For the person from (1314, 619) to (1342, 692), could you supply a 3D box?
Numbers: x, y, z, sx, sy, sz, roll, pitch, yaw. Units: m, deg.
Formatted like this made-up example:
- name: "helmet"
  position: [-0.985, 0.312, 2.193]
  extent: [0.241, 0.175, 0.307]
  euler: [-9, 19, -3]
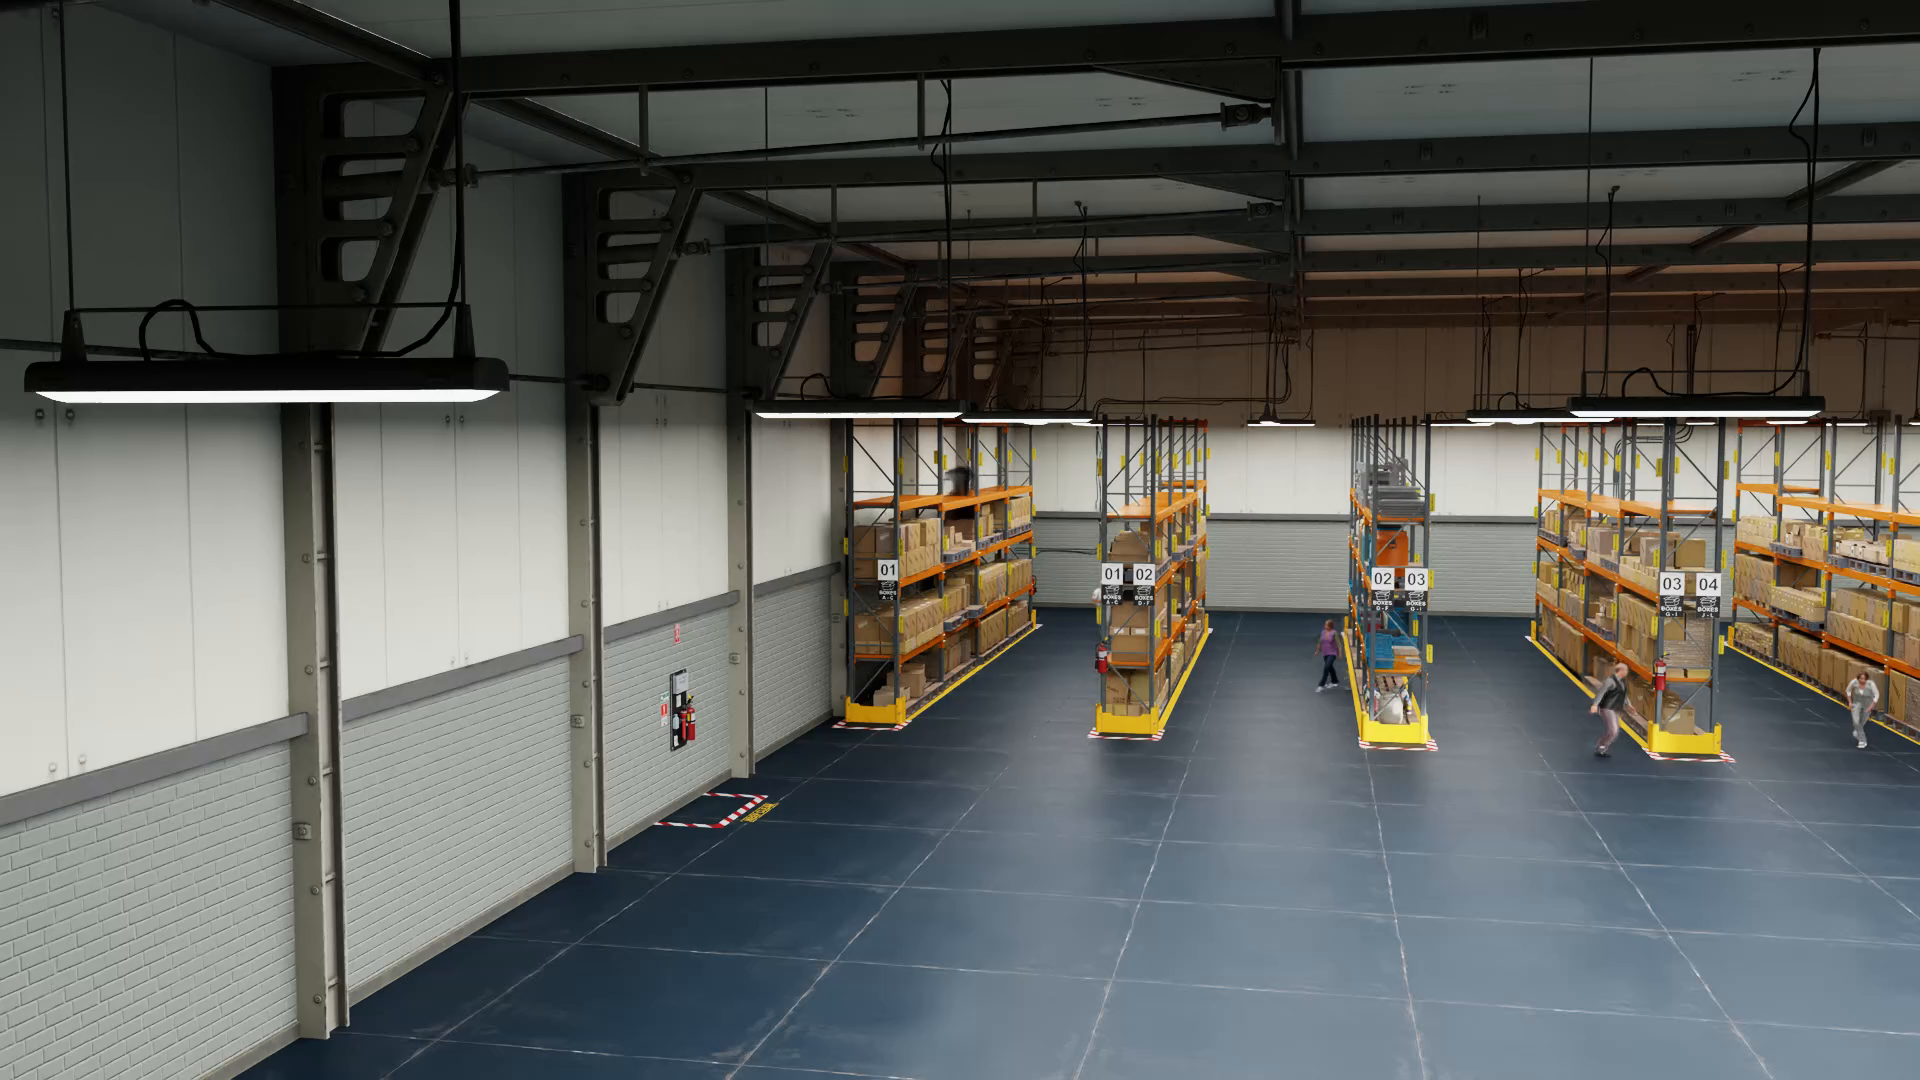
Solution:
- name: "person"
  position: [8.003, 2.494, 36.131]
  extent: [0.840, 1.561, 0.581]
  euler: [-3, 5, -42]

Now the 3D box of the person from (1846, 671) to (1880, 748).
- name: "person"
  position: [16.304, 3.022, 30.050]
  extent: [0.535, 1.416, 0.965]
  euler: [2, 4, 28]

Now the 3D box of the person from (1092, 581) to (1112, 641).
- name: "person"
  position: [3.902, 1.886, 45.212]
  extent: [0.616, 1.646, 0.970]
  euler: [0, 4, 5]

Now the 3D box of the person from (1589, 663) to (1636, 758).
- name: "person"
  position: [11.335, 2.963, 28.873]
  extent: [0.679, 1.680, 0.603]
  euler: [-3, 5, -41]
